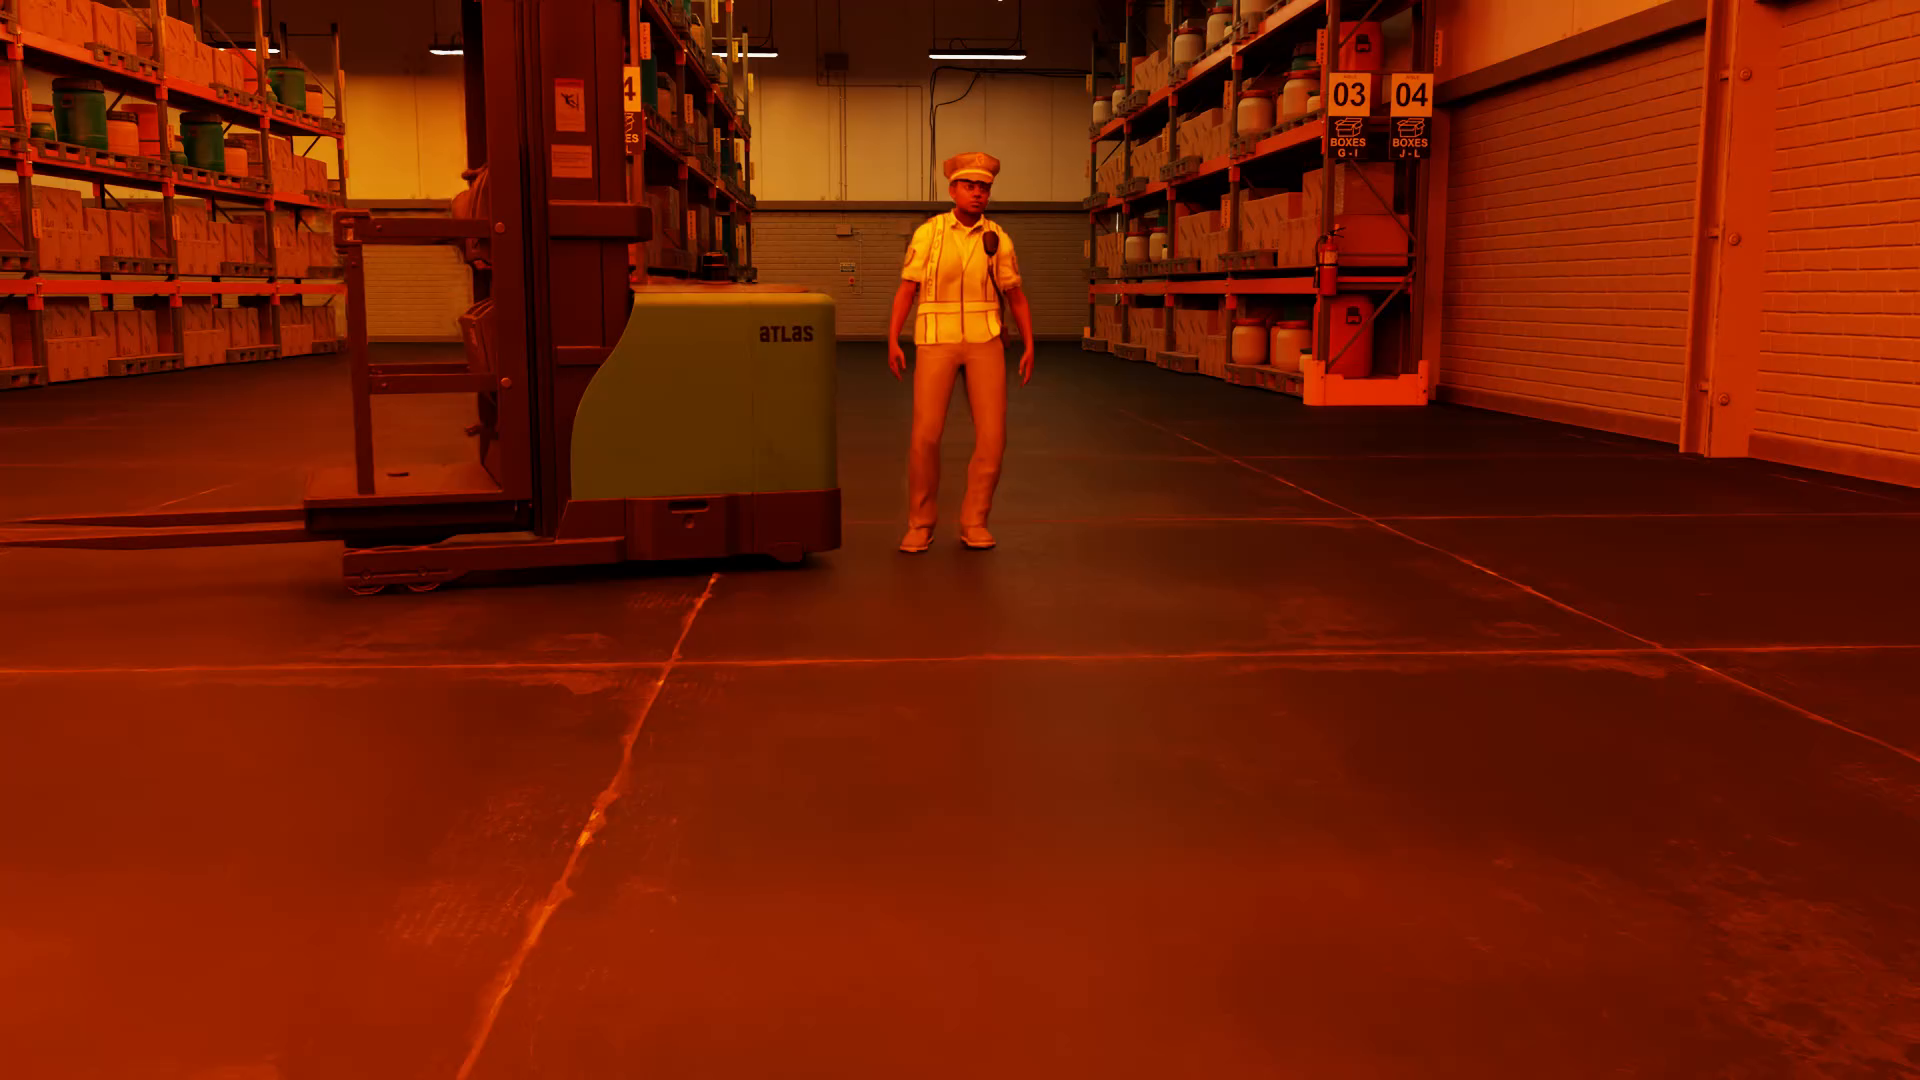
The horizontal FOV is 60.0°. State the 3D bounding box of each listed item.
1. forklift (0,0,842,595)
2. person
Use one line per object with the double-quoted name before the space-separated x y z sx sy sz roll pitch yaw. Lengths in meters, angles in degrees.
"forklift" -2.046 -1.338 6.344 3.031 2.935 1.130 -3 9 -20
"person" 0.010 -0.799 7.062 0.630 1.661 0.438 -1 9 -8
